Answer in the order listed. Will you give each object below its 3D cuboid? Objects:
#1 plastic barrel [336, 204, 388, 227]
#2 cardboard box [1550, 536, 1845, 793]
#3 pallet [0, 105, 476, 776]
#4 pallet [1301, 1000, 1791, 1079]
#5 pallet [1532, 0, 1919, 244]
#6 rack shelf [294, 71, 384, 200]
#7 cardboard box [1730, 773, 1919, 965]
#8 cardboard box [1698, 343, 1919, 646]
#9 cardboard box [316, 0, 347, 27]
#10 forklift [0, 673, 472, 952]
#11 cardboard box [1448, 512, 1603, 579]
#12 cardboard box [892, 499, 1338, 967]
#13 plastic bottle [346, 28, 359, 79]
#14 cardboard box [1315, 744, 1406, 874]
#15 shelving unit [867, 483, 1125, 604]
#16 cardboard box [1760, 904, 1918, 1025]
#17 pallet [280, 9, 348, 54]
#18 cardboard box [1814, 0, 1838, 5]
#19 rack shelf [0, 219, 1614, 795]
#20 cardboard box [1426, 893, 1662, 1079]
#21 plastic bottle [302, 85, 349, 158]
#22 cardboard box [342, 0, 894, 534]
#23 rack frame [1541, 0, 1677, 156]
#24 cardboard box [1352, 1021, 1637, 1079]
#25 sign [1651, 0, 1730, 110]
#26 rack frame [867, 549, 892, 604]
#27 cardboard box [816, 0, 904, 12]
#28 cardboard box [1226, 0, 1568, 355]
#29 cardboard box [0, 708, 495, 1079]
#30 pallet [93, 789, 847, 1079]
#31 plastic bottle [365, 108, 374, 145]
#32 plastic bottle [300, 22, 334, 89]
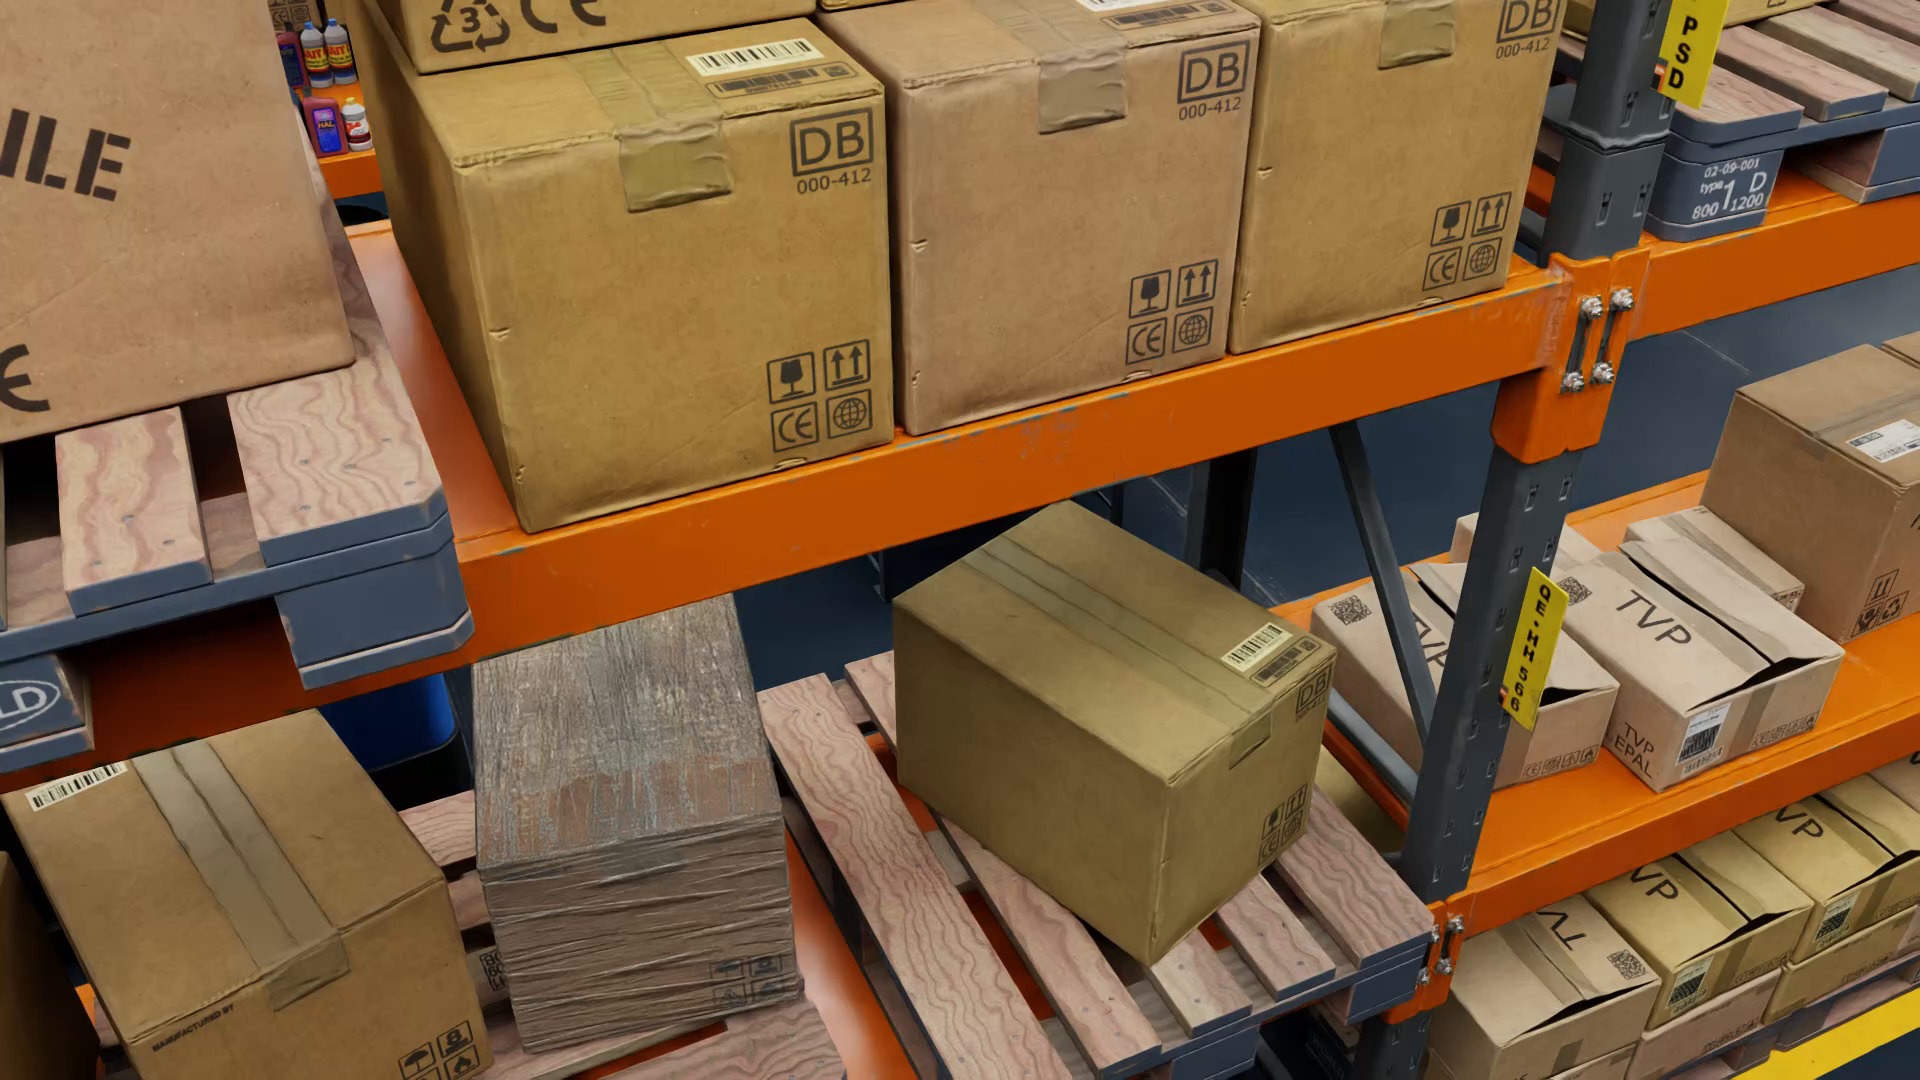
[{"bbox_3d":[-2.750,-1.108,7.398,0.708,0.588,0.600,-16,39,-20],"label":"plastic barrel"},{"bbox_3d":[1.701,0.259,3.958,0.500,0.311,0.500,-16,39,-20],"label":"cardboard box"},{"bbox_3d":[-1.254,-0.163,2.092,1.003,0.211,1.213,-16,39,-20],"label":"pallet"},{"bbox_3d":[1.571,1.278,4.850,1.213,0.211,1.003,-16,39,-20],"label":"pallet"},{"bbox_3d":[1.386,-1.004,3.226,1.003,0.211,1.213,-14,39,-18],"label":"pallet"},{"bbox_3d":[-3.102,-1.532,6.901,4.000,0.370,1.077,-16,39,-20],"label":"rack shelf"},{"bbox_3d":[2.343,0.816,4.617,0.500,0.311,0.500,-17,40,-21],"label":"cardboard box"},{"bbox_3d":[2.321,-0.128,4.321,0.500,0.500,0.500,-18,40,-22],"label":"cardboard box"},{"bbox_3d":[-4.030,-4.150,11.258,0.875,0.875,1.225,-17,40,-22],"label":"cardboard box"},{"bbox_3d":[-3.166,-0.112,4.441,3.031,2.935,1.130,-19,40,-23],"label":"forklift"},{"bbox_3d":[1.506,0.069,4.349,0.250,0.149,0.380,-16,39,-20],"label":"cardboard box"},{"bbox_3d":[0.287,0.357,3.315,0.500,0.500,0.700,-30,46,-34],"label":"cardboard box"},{"bbox_3d":[-2.589,-2.160,7.242,0.133,0.283,0.061,-16,39,-20],"label":"plastic bottle"},{"bbox_3d":[1.179,0.790,4.651,0.500,0.311,0.500,-15,39,-19],"label":"cardboard box"},{"bbox_3d":[0.077,-0.624,6.332,1.048,1.500,0.538,-16,39,-20],"label":"shelving unit"},{"bbox_3d":[2.331,1.044,4.780,0.500,0.250,0.500,-17,40,-21],"label":"cardboard box"},{"bbox_3d":[-4.142,-3.719,11.587,1.213,0.211,1.003,-16,39,-20],"label":"pallet"},{"bbox_3d":[1.663,-1.256,3.180,0.500,0.250,0.500,-15,39,-19],"label":"cardboard box"},{"bbox_3d":[-1.001,-0.064,2.405,4.000,0.370,1.077,-16,39,-20],"label":"rack shelf"},{"bbox_3d":[1.408,1.081,4.259,0.500,0.311,0.500,-14,39,-18],"label":"cardboard box"},{"bbox_3d":[-2.512,-1.658,6.566,0.133,0.283,0.061,-16,39,-20],"label":"plastic bottle"},{"bbox_3d":[-0.504,-0.510,2.318,0.500,0.500,0.910,-16,39,-20],"label":"cardboard box"},{"bbox_3d":[0.809,-2.064,1.980,0.127,3.000,1.000,-16,39,-20],"label":"rack frame"},{"bbox_3d":[1.408,1.307,4.426,0.500,0.250,0.500,-16,39,-20],"label":"cardboard box"},{"bbox_3d":[1.038,-0.774,2.324,0.005,0.325,0.100,-16,39,-20],"label":"sign"},{"bbox_3d":[-0.383,-0.495,6.159,0.032,1.500,0.500,-16,39,-20],"label":"rack frame"},{"bbox_3d":[-0.050,-1.065,2.227,0.500,0.500,0.500,-16,39,-20],"label":"cardboard box"},{"bbox_3d":[0.429,-0.771,2.670,0.500,0.500,0.910,-16,39,-20],"label":"cardboard box"},{"bbox_3d":[-1.239,0.668,2.895,0.500,0.500,0.700,-26,44,-31],"label":"cardboard box"},{"bbox_3d":[-0.949,0.917,3.157,1.213,0.211,1.003,-16,39,-20],"label":"pallet"},{"bbox_3d":[-2.327,-1.689,6.676,0.097,0.201,0.097,0,37,0],"label":"plastic bottle"},{"bbox_3d":[-2.774,-2.092,7.160,0.097,0.271,0.097,0,37,0],"label":"plastic bottle"}]
